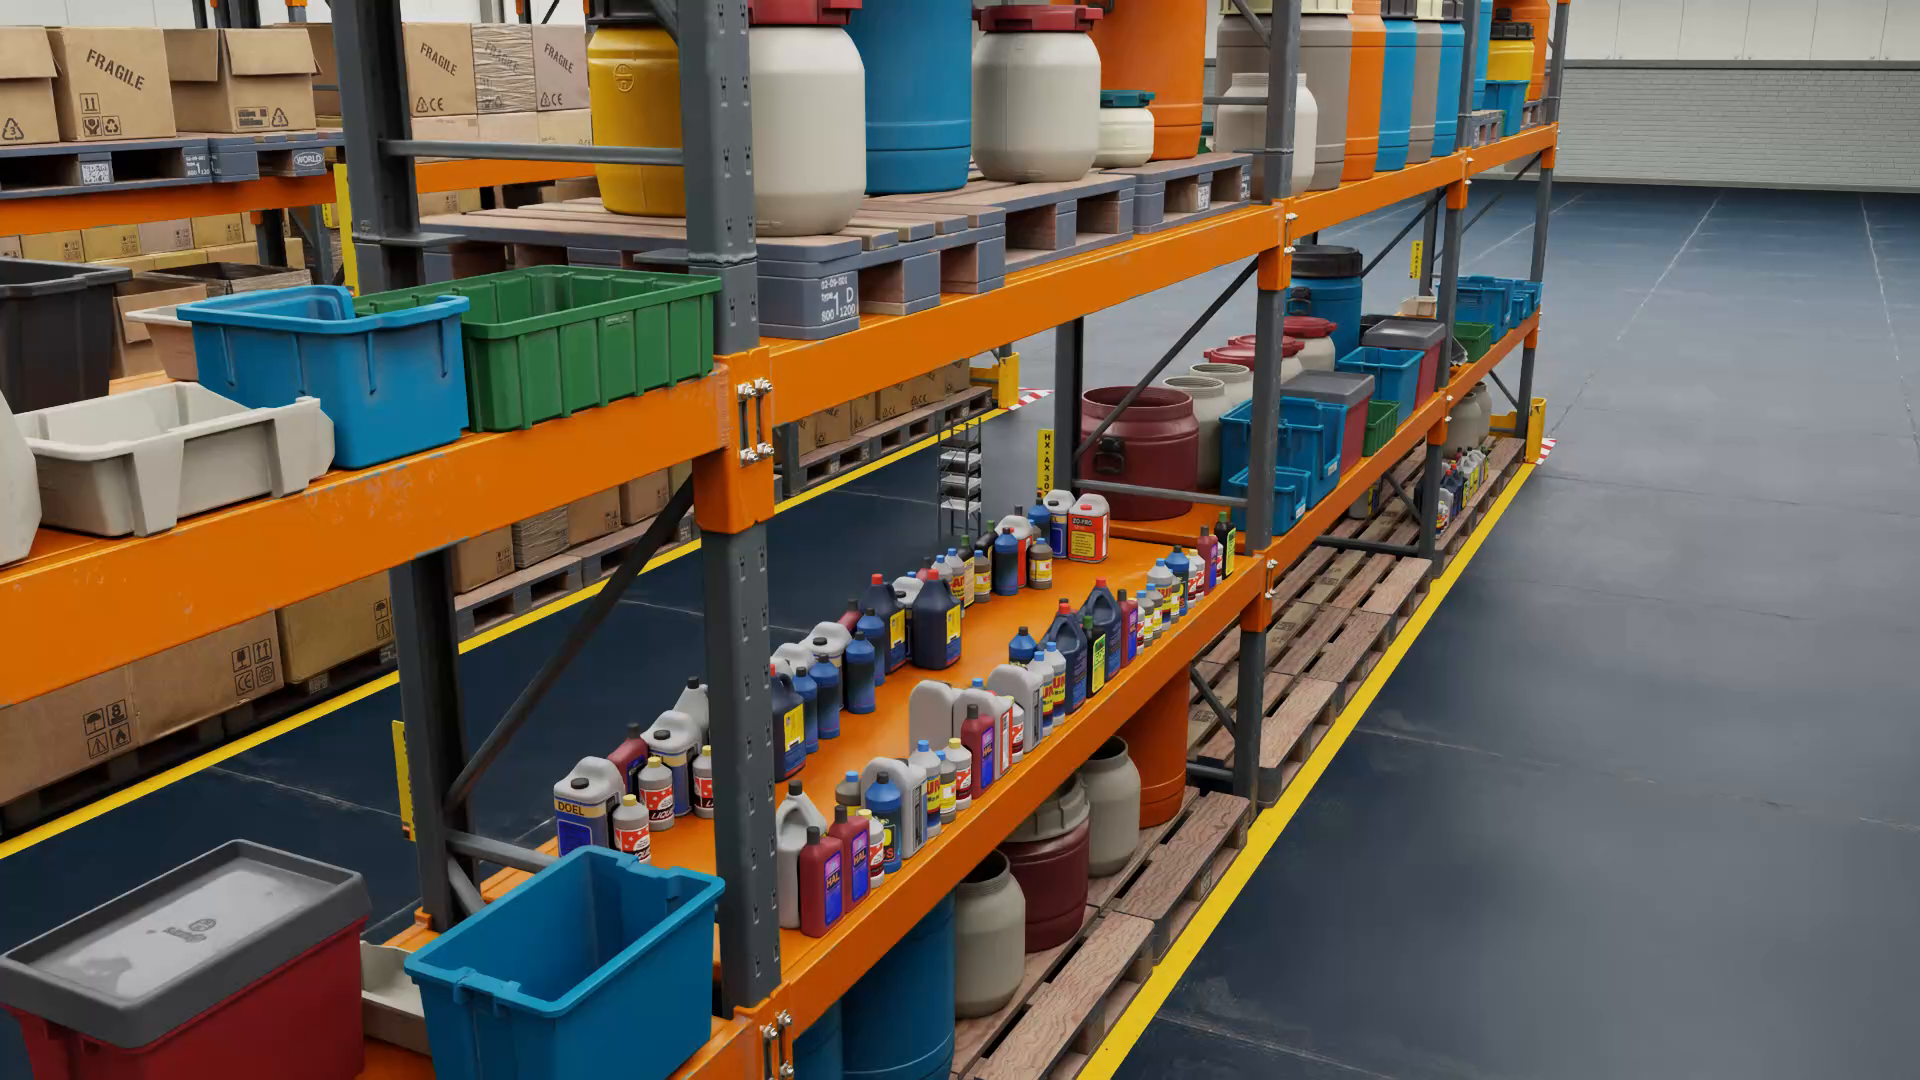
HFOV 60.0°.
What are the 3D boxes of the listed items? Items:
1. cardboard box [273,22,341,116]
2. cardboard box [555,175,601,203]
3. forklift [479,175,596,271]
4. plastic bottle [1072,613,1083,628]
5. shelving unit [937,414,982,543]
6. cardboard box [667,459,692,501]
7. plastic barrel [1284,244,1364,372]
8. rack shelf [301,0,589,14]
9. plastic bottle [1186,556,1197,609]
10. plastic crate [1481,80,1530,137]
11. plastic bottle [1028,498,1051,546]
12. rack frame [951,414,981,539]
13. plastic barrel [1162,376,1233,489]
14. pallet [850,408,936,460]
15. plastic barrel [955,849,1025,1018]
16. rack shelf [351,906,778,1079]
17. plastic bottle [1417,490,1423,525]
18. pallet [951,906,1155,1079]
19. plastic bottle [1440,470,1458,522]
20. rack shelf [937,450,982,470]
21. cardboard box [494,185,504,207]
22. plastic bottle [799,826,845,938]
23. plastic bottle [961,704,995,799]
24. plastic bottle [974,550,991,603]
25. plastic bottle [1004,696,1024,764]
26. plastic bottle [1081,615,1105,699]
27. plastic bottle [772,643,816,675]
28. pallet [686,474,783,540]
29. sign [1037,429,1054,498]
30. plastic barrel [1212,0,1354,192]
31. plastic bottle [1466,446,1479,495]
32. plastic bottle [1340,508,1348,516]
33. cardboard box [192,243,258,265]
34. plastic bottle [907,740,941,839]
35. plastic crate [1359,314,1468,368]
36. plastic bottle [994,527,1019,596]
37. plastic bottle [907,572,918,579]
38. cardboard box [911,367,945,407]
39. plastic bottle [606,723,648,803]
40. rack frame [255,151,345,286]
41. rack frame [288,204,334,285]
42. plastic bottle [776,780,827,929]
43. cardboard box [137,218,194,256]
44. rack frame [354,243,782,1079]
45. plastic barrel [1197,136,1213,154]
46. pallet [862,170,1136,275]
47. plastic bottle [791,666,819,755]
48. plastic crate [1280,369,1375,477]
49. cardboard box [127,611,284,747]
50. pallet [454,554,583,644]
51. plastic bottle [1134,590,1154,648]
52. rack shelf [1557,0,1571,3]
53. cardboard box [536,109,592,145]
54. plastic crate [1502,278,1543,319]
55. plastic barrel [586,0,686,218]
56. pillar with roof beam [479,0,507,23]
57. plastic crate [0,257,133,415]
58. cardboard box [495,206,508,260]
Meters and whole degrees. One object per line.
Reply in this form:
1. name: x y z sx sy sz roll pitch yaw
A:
1. cardboard box: -3.544 -2.709 9.557 0.500 0.500 0.500 9 19 27
2. cardboard box: -2.226 -2.154 12.216 1.000 1.000 1.000 8 18 26
3. forklift: -3.797 -2.185 14.235 1.130 2.935 3.031 9 19 28
4. plastic bottle: 0.392 0.377 5.691 0.061 0.283 0.133 8 18 25
5. shelving unit: -0.004 -0.429 11.889 0.258 0.900 0.210 8 18 25
6. cardboard box: -2.269 -0.589 12.358 0.700 0.500 0.500 8 18 25
7. plastic barrel: 2.242 -1.400 10.589 0.600 0.901 0.708 8 18 25
8. rack shelf: -5.244 -5.355 16.215 1.077 0.370 4.000 8 18 25
9. plastic bottle: 0.884 0.163 6.557 0.097 0.201 0.097 0 17 0
10. plastic crate: 3.890 -3.144 12.103 0.392 0.384 0.575 8 18 25
11. plastic bottle: 0.339 -0.044 7.129 0.097 0.271 0.097 0 17 0
12. rack frame: 0.042 -0.455 11.976 0.240 0.900 0.006 8 18 25
13. plastic barrel: 1.167 -0.543 8.389 0.421 0.512 0.421 0 17 0
14. pallet: -0.933 -1.000 15.021 1.003 0.211 1.213 8 18 25
15. plastic barrel: 0.018 1.360 5.808 0.421 0.512 0.421 0 17 0
16. rack shelf: -1.783 1.673 2.388 1.077 0.370 4.000 8 18 25
17. plastic bottle: 3.244 -0.253 11.605 0.061 0.283 0.133 8 18 25
18. pallet: 0.037 1.652 6.092 1.003 0.211 1.213 8 18 25
19. plastic bottle: 3.417 -0.313 11.690 0.144 0.351 0.185 9 19 27
20. rack shelf: -0.004 -0.570 11.848 0.258 0.077 0.200 8 18 25
21. cardboard box: -5.086 -3.748 17.215 0.875 0.550 0.550 8 18 25
22. plastic bottle: -0.344 0.835 4.149 0.061 0.283 0.133 8 18 25
23. plastic bottle: 0.053 0.609 4.911 0.061 0.283 0.133 8 18 25
24. plastic bottle: 0.073 0.142 6.628 0.097 0.201 0.097 0 17 0
25. plastic bottle: 0.148 0.582 5.145 0.097 0.201 0.097 0 17 0
26. plastic bottle: 0.446 0.385 5.665 0.061 0.283 0.133 8 18 25
27. plastic bottle: -0.554 0.481 5.356 0.152 0.276 0.135 8 18 25
28. pallet: -2.092 -0.314 12.712 1.003 0.211 1.213 8 18 25
29. sign: 0.403 -0.347 7.637 0.100 0.325 0.005 8 18 25
30. plastic barrel: 1.459 -2.060 7.544 0.600 0.901 0.600 0 17 0
31. plastic bottle: 3.775 -0.517 12.376 0.144 0.351 0.185 9 19 28
32. plastic bottle: 2.715 -0.361 11.852 0.144 0.351 0.185 8 18 24
33. cardboard box: -6.358 -2.259 14.185 0.500 0.500 0.500 8 18 25
34. plastic bottle: -0.102 0.691 4.654 0.097 0.271 0.097 0 17 0
35. plastic crate: 3.033 -1.307 11.265 0.767 0.338 0.504 8 18 25
36. plastic bottle: 0.187 0.082 6.706 0.097 0.271 0.097 0 17 0
37. plastic bottle: -0.177 0.251 6.139 0.097 0.271 0.097 0 17 0
38. cardboard box: -0.489 -1.558 15.654 0.500 0.500 0.500 14 22 40
39. plastic bottle: -0.940 0.668 4.712 0.061 0.283 0.133 8 18 25
40. rack frame: -3.533 -0.831 9.553 1.000 3.000 0.127 8 18 25
41. rack frame: -6.138 -2.506 15.194 1.000 3.000 0.127 8 18 25
42. plastic bottle: -0.424 0.783 4.205 0.144 0.351 0.185 8 18 25
43. cardboard box: -6.809 -2.646 13.734 0.700 0.500 0.500 8 18 26
44. rack frame: -0.889 0.818 4.001 1.000 3.000 0.127 8 18 25
45. plastic barrel: 0.963 -1.633 7.260 0.294 0.245 0.294 0 17 0
46. pallet: -0.122 -1.030 5.289 1.003 0.211 1.213 8 18 25
47. plastic bottle: -0.494 0.528 5.204 0.097 0.271 0.097 0 17 0
48. plastic crate: 1.894 -0.604 8.677 0.402 0.464 0.583 8 18 25
49. cardboard box: -4.265 0.386 8.451 1.225 0.875 0.875 8 18 26
50. pallet: -3.182 0.307 10.619 1.003 0.211 1.213 8 18 25
51. plastic bottle: 0.667 0.287 6.140 0.097 0.201 0.097 0 17 0
52. rack shelf: 3.579 -4.068 11.882 1.077 0.370 4.000 8 18 25
53. cardboard box: -2.644 -2.547 10.326 0.500 0.250 0.500 9 19 27
54. plastic crate: 4.517 -2.001 13.756 0.499 0.251 0.616 8 18 25
55. plastic barrel: -0.663 -1.169 4.357 0.600 0.588 0.600 0 17 0
56. pillar with roof beam: -5.170 -10.082 30.163 9.100 9.000 0.400 8 18 25
57. plastic crate: -1.690 -0.275 2.644 0.497 0.269 0.590 8 18 25
58. cardboard box: -5.064 -3.227 17.358 0.875 0.550 0.550 8 18 25
